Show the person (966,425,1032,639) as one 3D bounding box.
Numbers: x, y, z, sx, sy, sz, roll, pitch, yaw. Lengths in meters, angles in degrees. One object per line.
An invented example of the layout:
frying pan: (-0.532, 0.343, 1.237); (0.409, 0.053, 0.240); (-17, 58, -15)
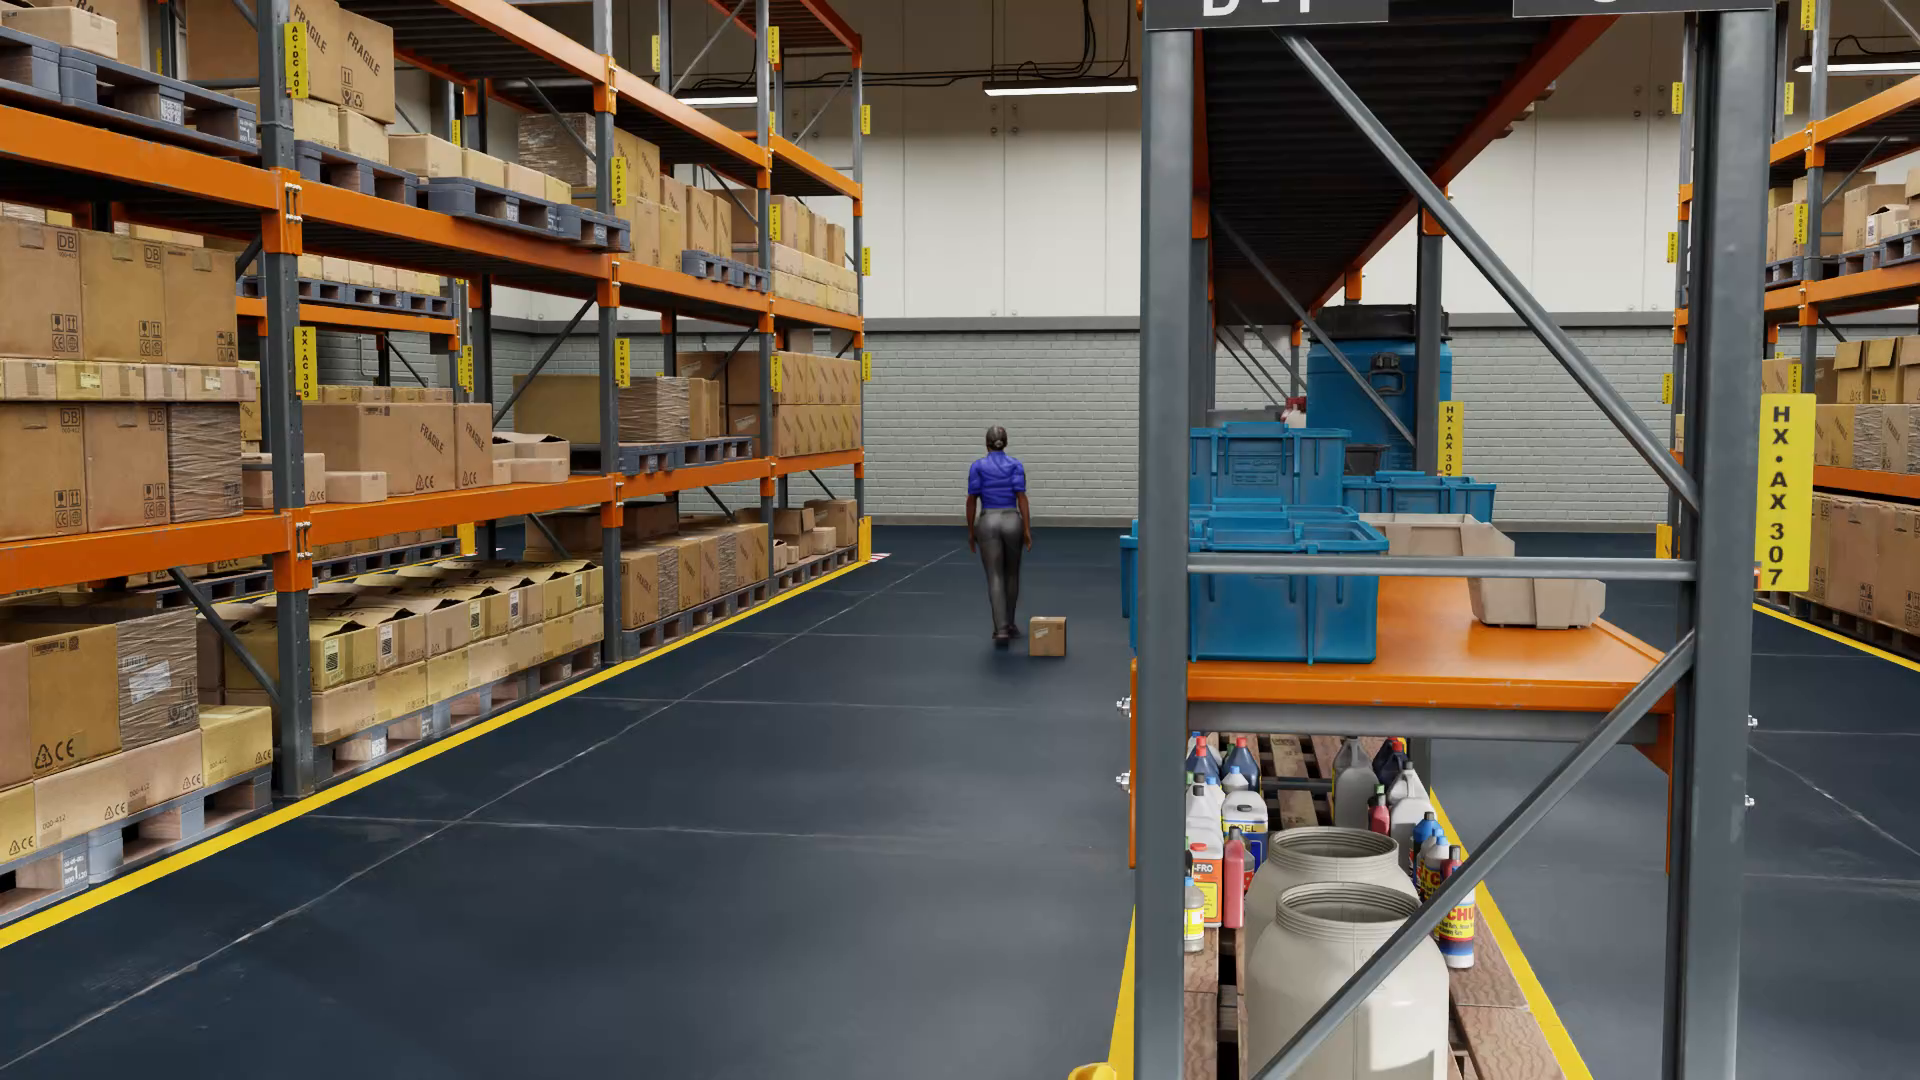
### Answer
person: (0.287, -0.064, 12.736); (0.476, 1.631, 0.846); (-1, 5, -7)
